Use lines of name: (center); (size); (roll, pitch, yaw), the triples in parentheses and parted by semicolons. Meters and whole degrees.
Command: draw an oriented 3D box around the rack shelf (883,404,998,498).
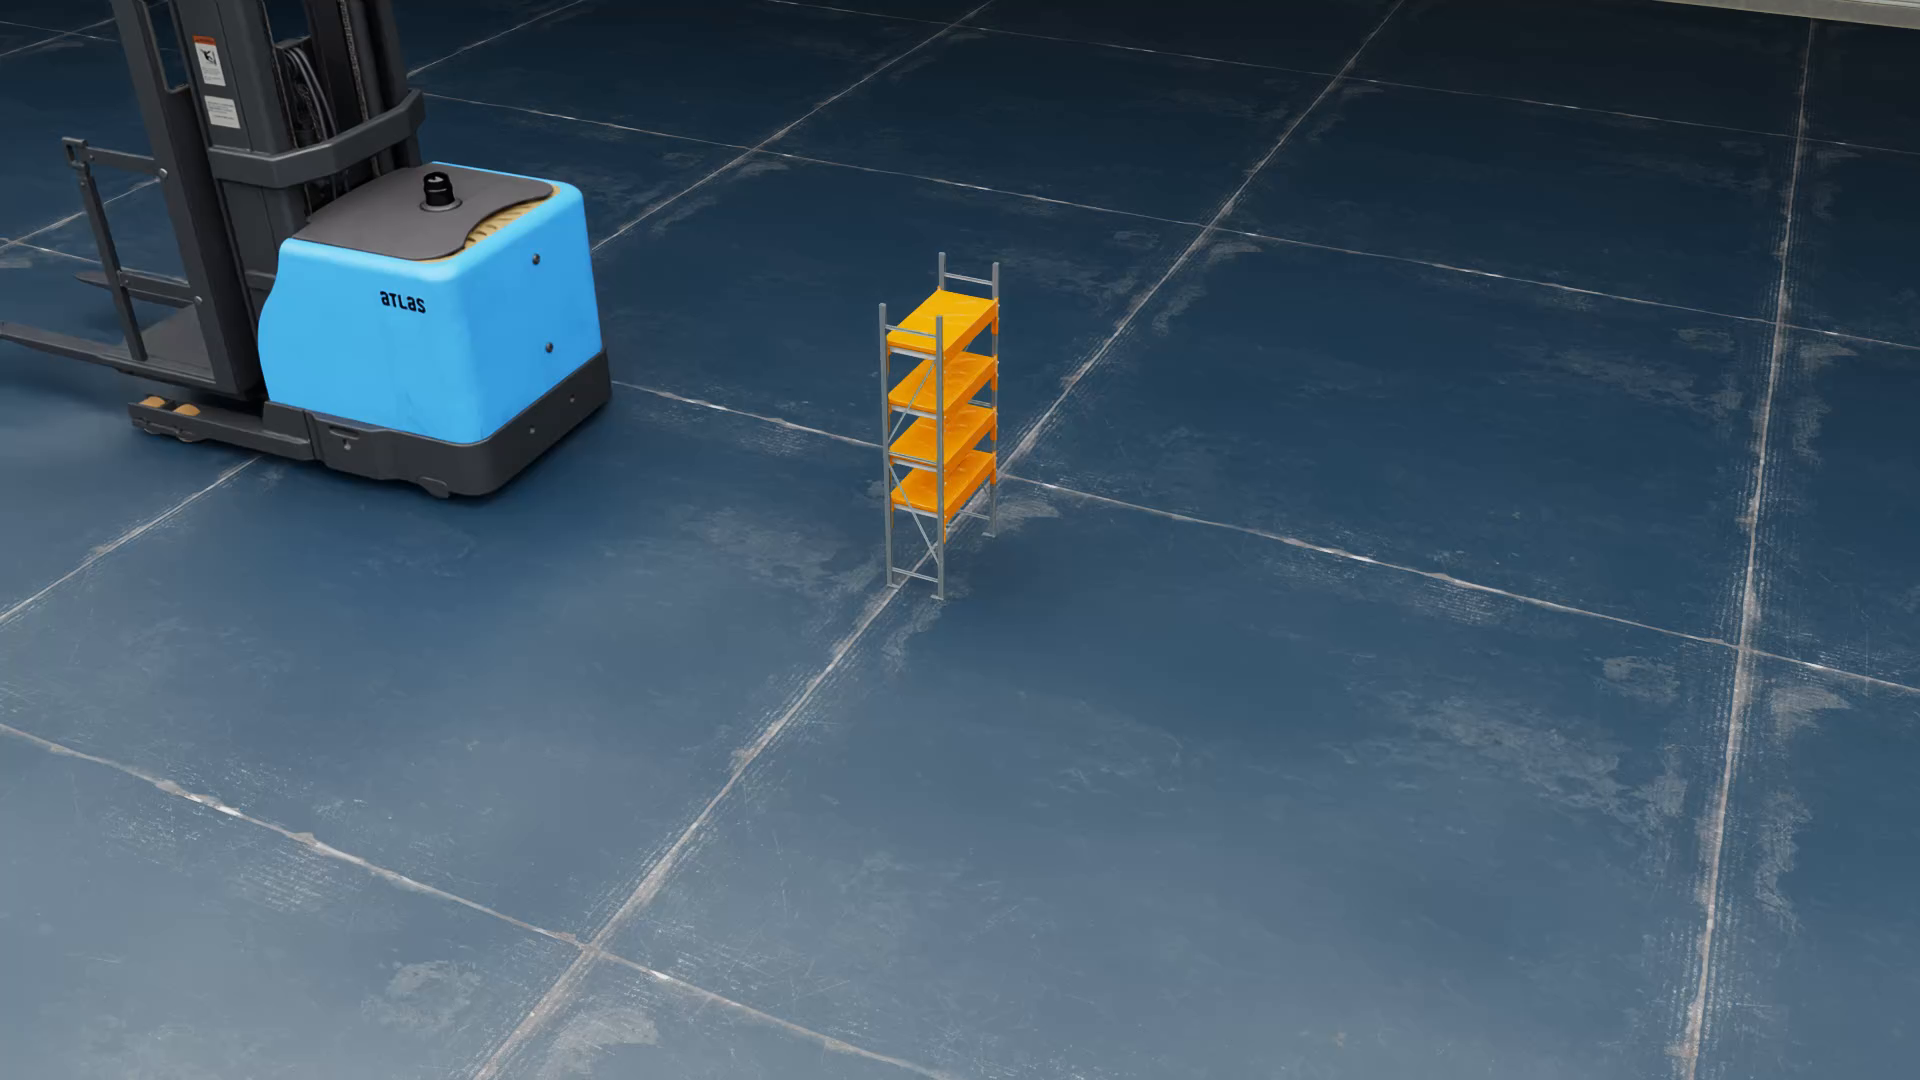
rack shelf: (-0.069, -0.363, 6.332); (0.258, 0.148, 0.480); (14, 36, 20)

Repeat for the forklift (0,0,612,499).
forklift: (-3.167, -1.913, 6.994); (3.031, 2.935, 1.130); (13, 35, 19)

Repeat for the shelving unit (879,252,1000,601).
shelving unit: (-0.069, -0.419, 6.295); (0.258, 1.200, 0.503); (14, 36, 20)

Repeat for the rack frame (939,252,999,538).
rack frame: (0.033, -0.541, 6.481); (0.240, 1.200, 0.015); (14, 36, 20)

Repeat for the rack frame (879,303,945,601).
rack frame: (-0.171, -0.298, 6.110); (0.240, 1.200, 0.015); (14, 36, 20)

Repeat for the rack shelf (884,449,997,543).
rack shelf: (-0.069, -0.197, 6.441); (0.258, 0.148, 0.480); (14, 36, 20)

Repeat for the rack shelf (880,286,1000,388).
rack shelf: (-0.069, -0.748, 6.080); (0.258, 0.148, 0.480); (14, 36, 20)

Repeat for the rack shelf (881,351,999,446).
rack shelf: (-0.069, -0.550, 6.210); (0.258, 0.148, 0.480); (14, 36, 20)
